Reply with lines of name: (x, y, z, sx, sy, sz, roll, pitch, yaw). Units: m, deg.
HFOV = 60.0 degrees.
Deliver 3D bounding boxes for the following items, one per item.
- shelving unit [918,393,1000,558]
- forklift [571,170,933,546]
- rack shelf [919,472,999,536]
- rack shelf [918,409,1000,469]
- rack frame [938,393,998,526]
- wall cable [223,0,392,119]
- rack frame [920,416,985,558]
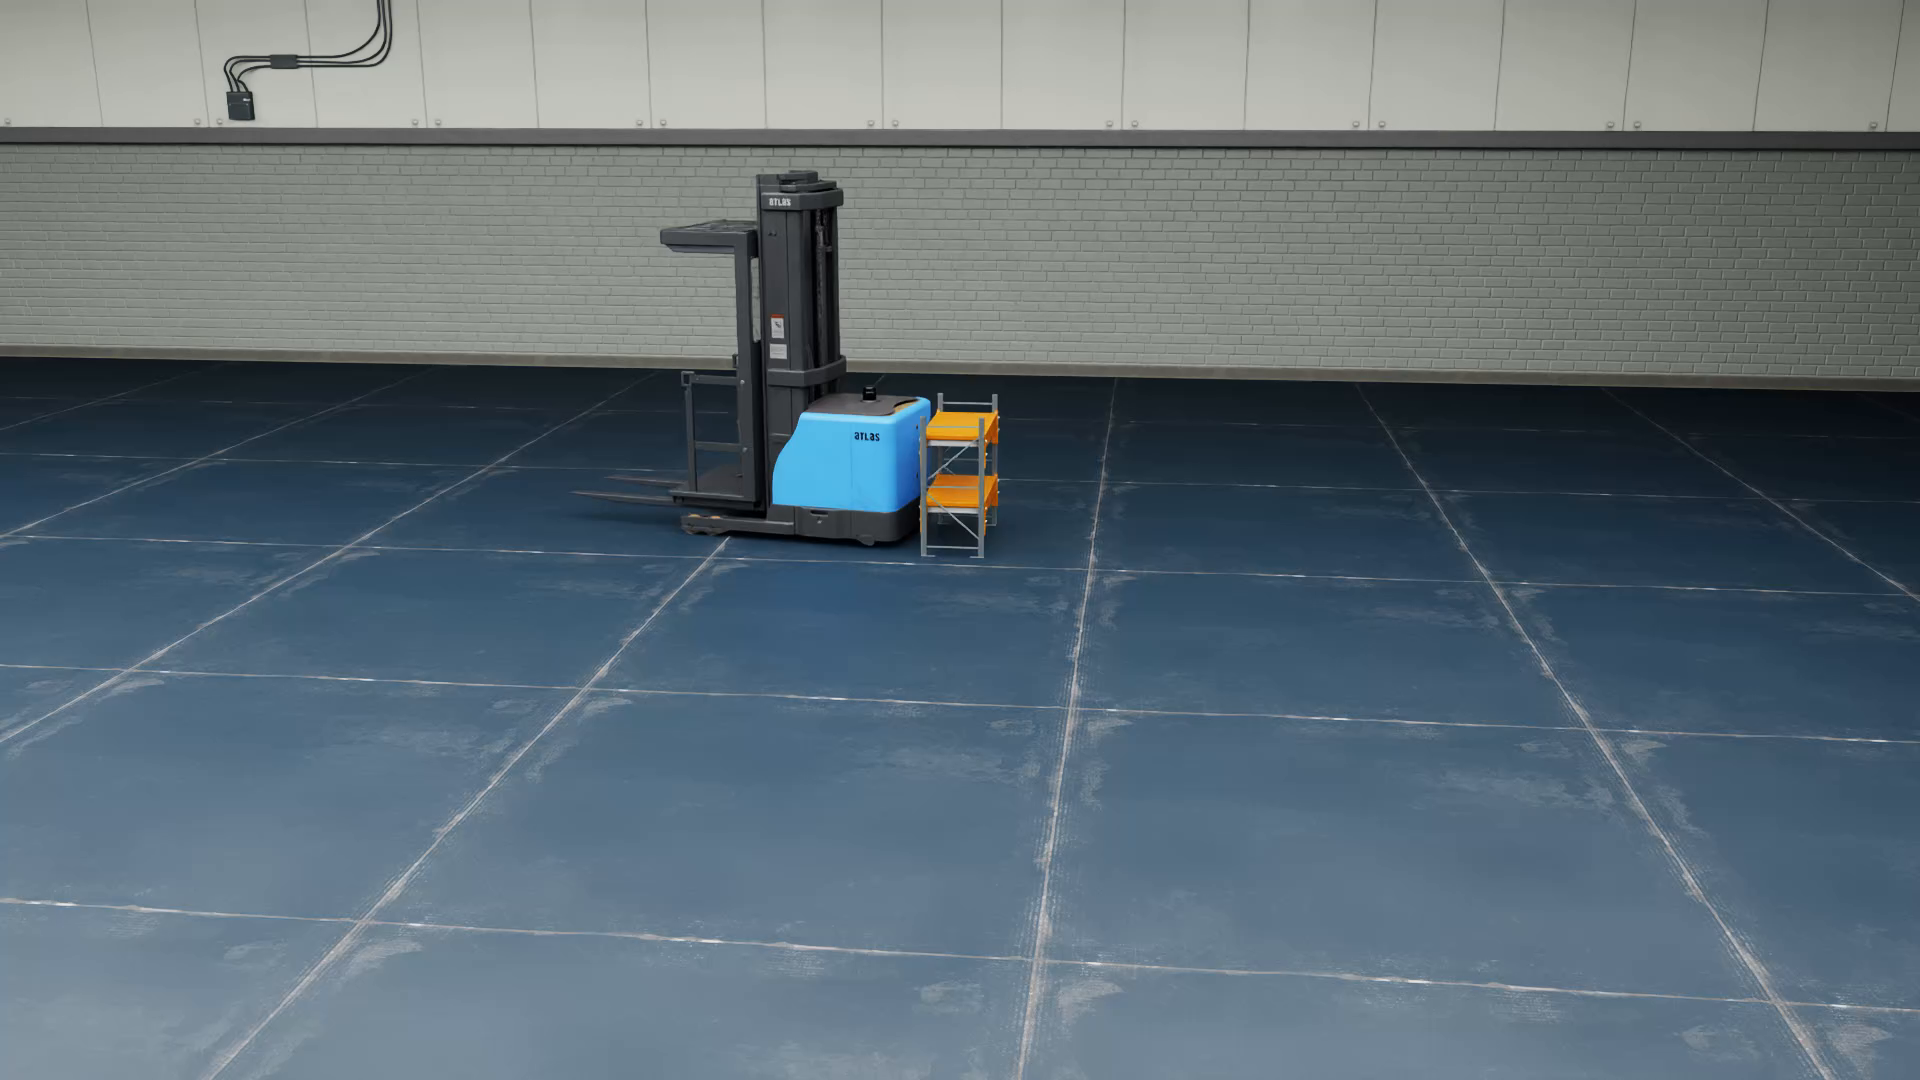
shelving unit: (0.002, -0.541, 13.508, 0.538, 1.125, 1.048, 2, 15, 7)
forklift: (-1.807, -1.572, 13.862, 3.031, 2.935, 1.130, 5, 16, 17)
rack shelf: (0.002, -0.305, 13.572, 0.538, 0.278, 1.000, 2, 15, 7)
rack shelf: (0.002, -0.824, 13.431, 0.538, 0.278, 1.000, 2, 15, 7)
rack frame: (0.064, -0.673, 13.995, 0.500, 1.125, 0.032, 2, 15, 7)
wall cable: (-8.427, -8.383, 20.909, 2.305, 6.003, 0.169, 2, 15, 6)
rack frame: (-0.059, -0.409, 13.021, 0.500, 1.125, 0.032, 2, 15, 7)
